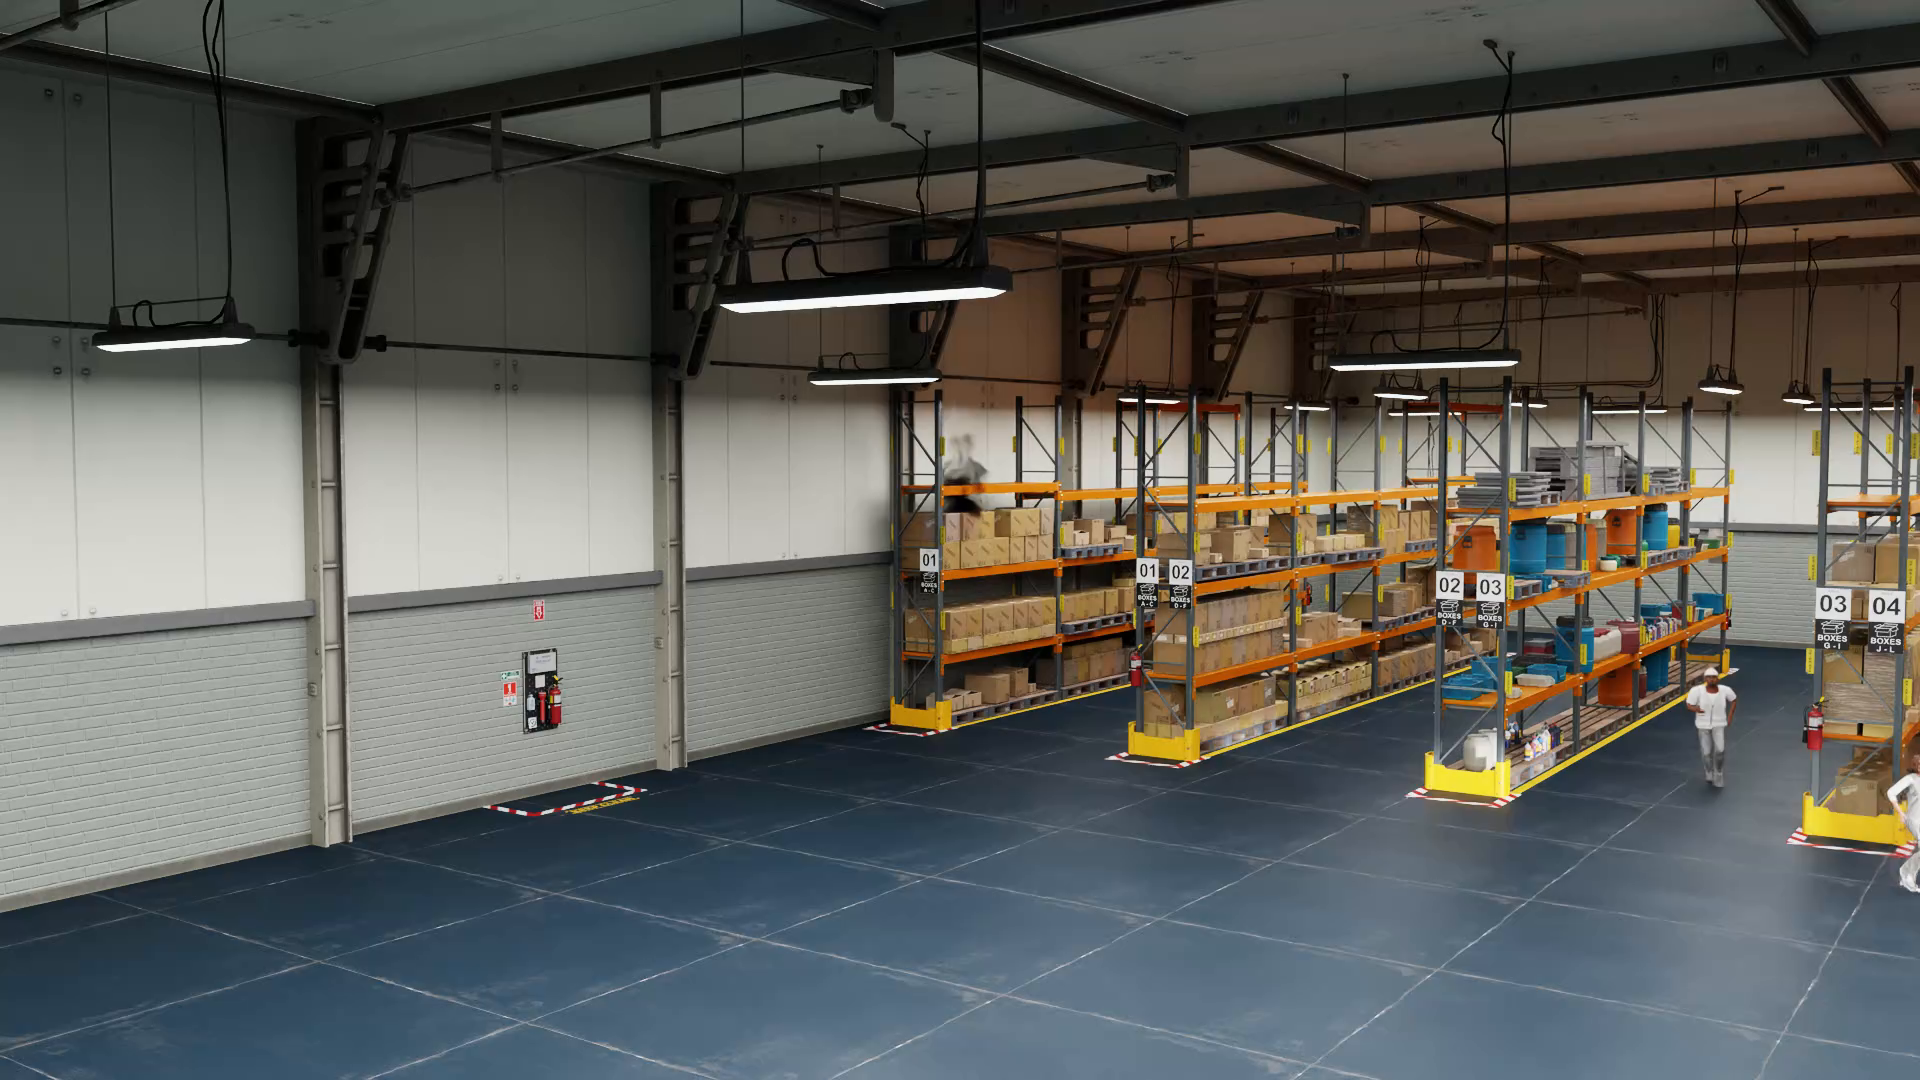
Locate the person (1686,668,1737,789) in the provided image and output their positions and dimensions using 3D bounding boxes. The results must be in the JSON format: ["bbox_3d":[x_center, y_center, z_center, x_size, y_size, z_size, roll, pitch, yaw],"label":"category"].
[{"bbox_3d":[11.040,2.755,24.453,0.680,1.768,0.751,2,4,25],"label":"person"}]

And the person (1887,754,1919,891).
[{"bbox_3d":[10.713,3.166,18.514,0.518,1.565,0.601,-1,3,-15],"label":"person"}]
